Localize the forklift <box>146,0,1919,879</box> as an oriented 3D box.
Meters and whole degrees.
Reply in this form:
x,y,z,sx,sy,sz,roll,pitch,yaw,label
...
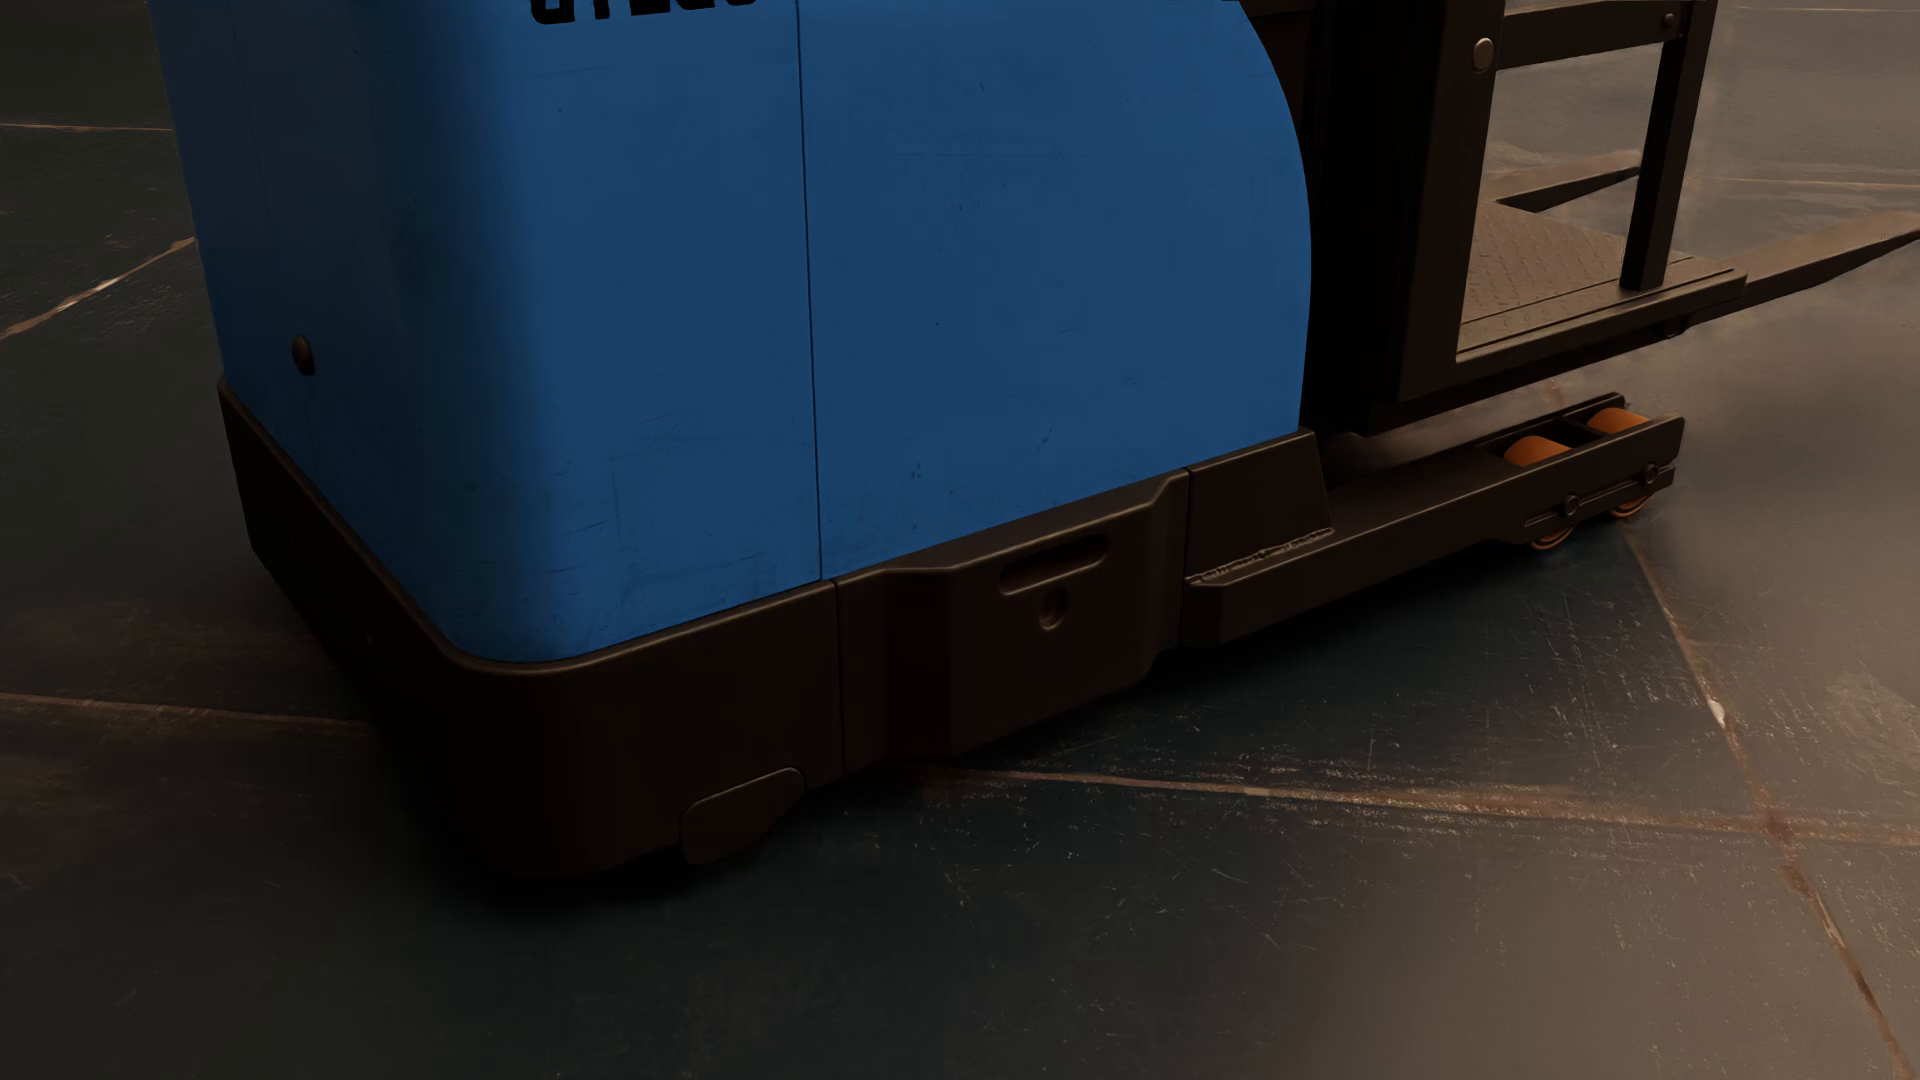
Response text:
x,y,z,sx,sy,sz,roll,pitch,yaw,label
0.496,-1.471,2.166,3.031,2.935,1.130,-18,31,-31,forklift
